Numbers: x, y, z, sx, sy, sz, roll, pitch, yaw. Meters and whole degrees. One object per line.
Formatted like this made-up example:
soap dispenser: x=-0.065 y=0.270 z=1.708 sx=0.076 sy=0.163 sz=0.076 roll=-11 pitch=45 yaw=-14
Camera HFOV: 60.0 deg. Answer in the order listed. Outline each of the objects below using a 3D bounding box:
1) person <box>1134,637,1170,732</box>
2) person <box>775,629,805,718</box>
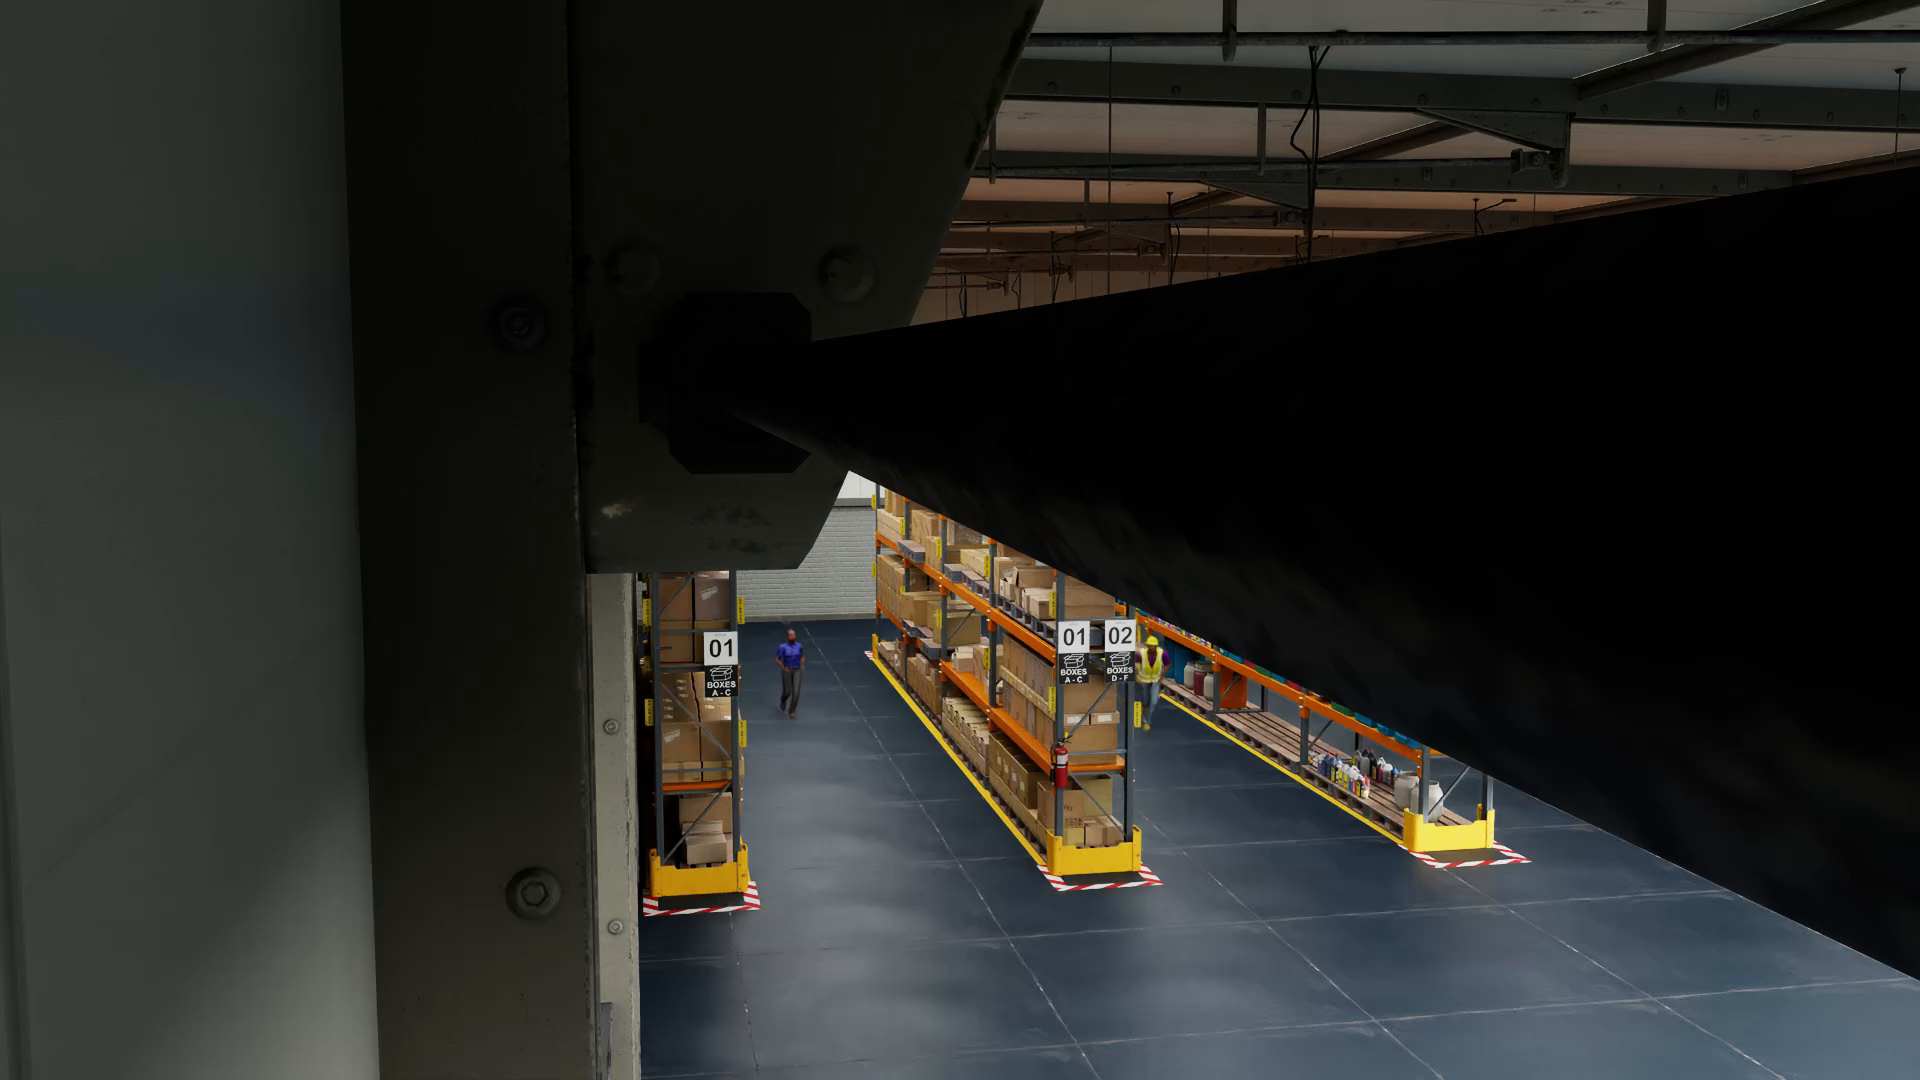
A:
person: x=3.348 y=2.506 z=29.306 sx=0.696 sy=1.692 sz=0.825 roll=0 pitch=6 yaw=-5
person: x=-3.078 y=2.421 z=30.311 sx=0.562 sy=1.609 sz=0.589 roll=-2 pitch=6 yaw=-21
